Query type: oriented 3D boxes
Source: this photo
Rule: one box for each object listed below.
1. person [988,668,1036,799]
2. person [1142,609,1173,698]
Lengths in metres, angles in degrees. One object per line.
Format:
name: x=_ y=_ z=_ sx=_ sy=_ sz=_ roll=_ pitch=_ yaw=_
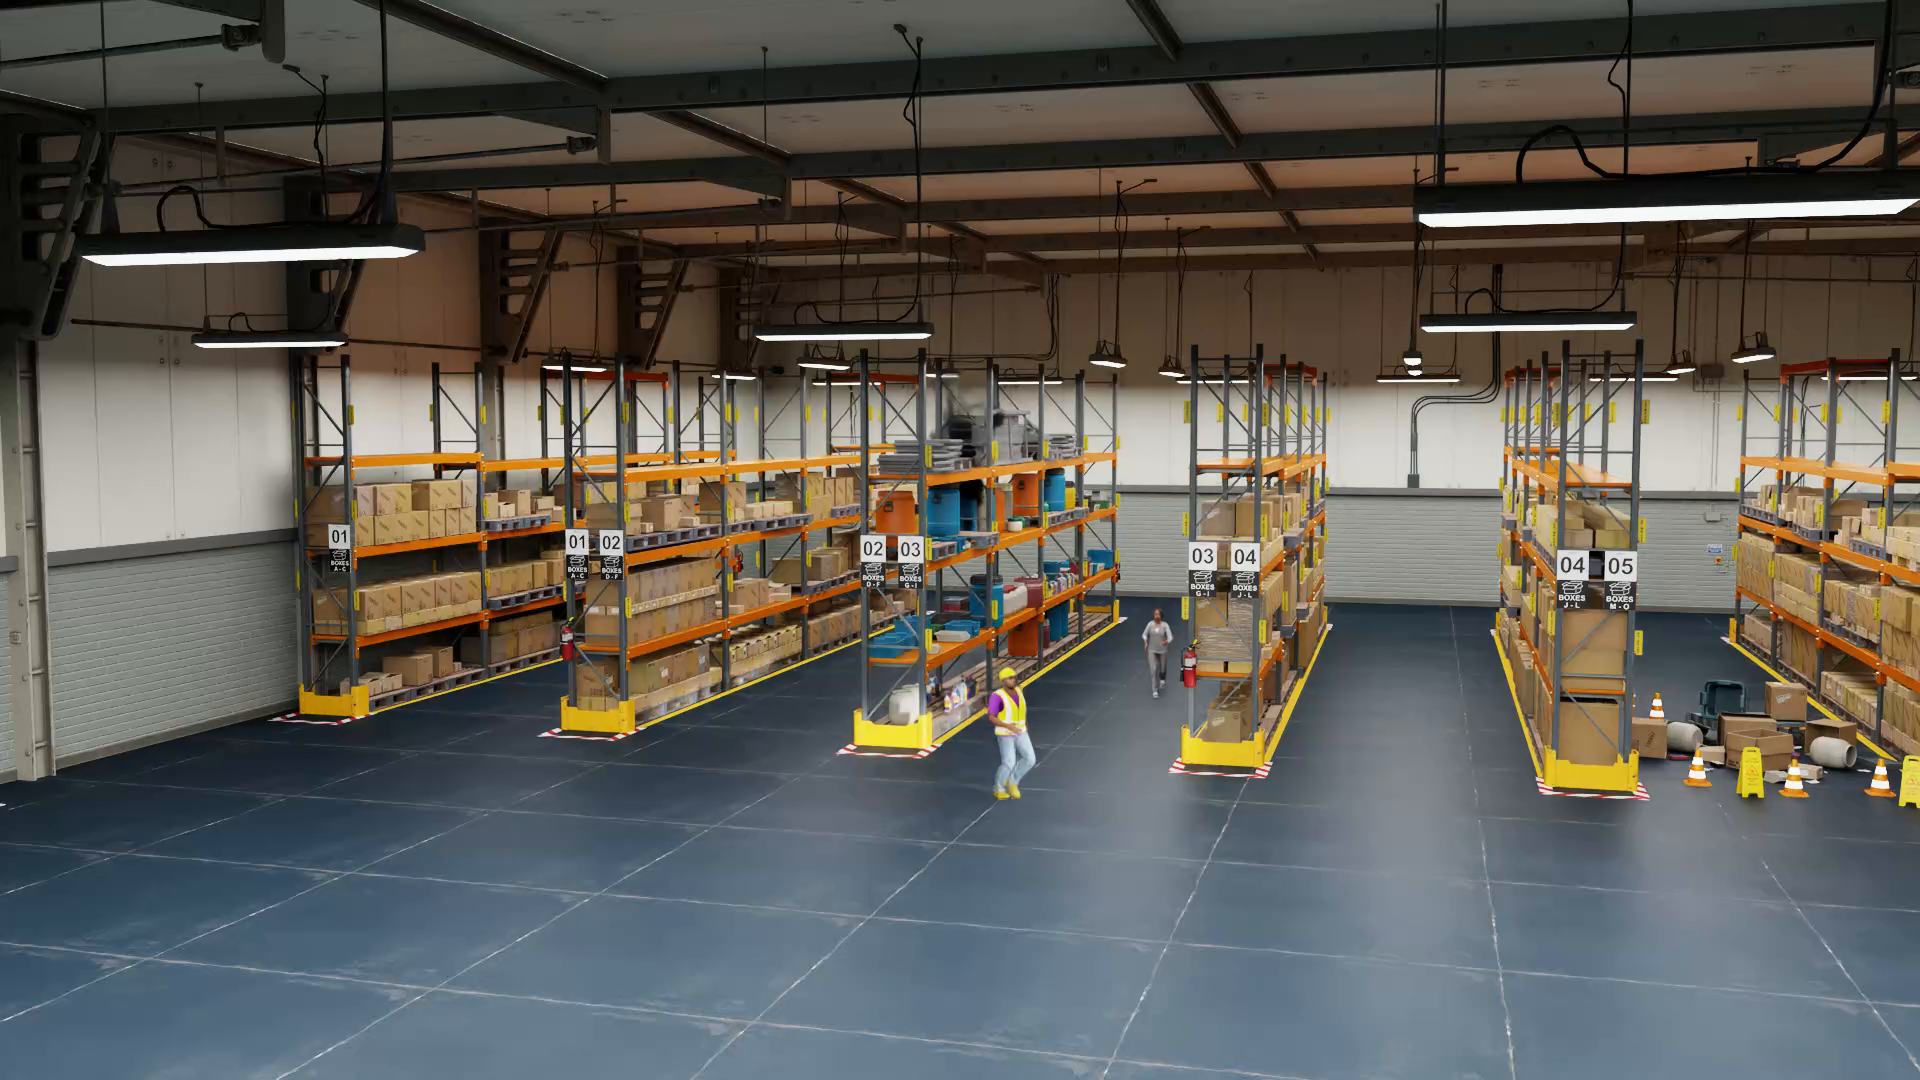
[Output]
person: x=0.677 y=2.512 z=21.567 sx=0.702 sy=1.725 sz=0.617 roll=-3 pitch=5 yaw=-39
person: x=3.509 y=2.000 z=29.617 sx=0.546 sy=1.561 sz=0.743 roll=1 pitch=4 yaw=9
